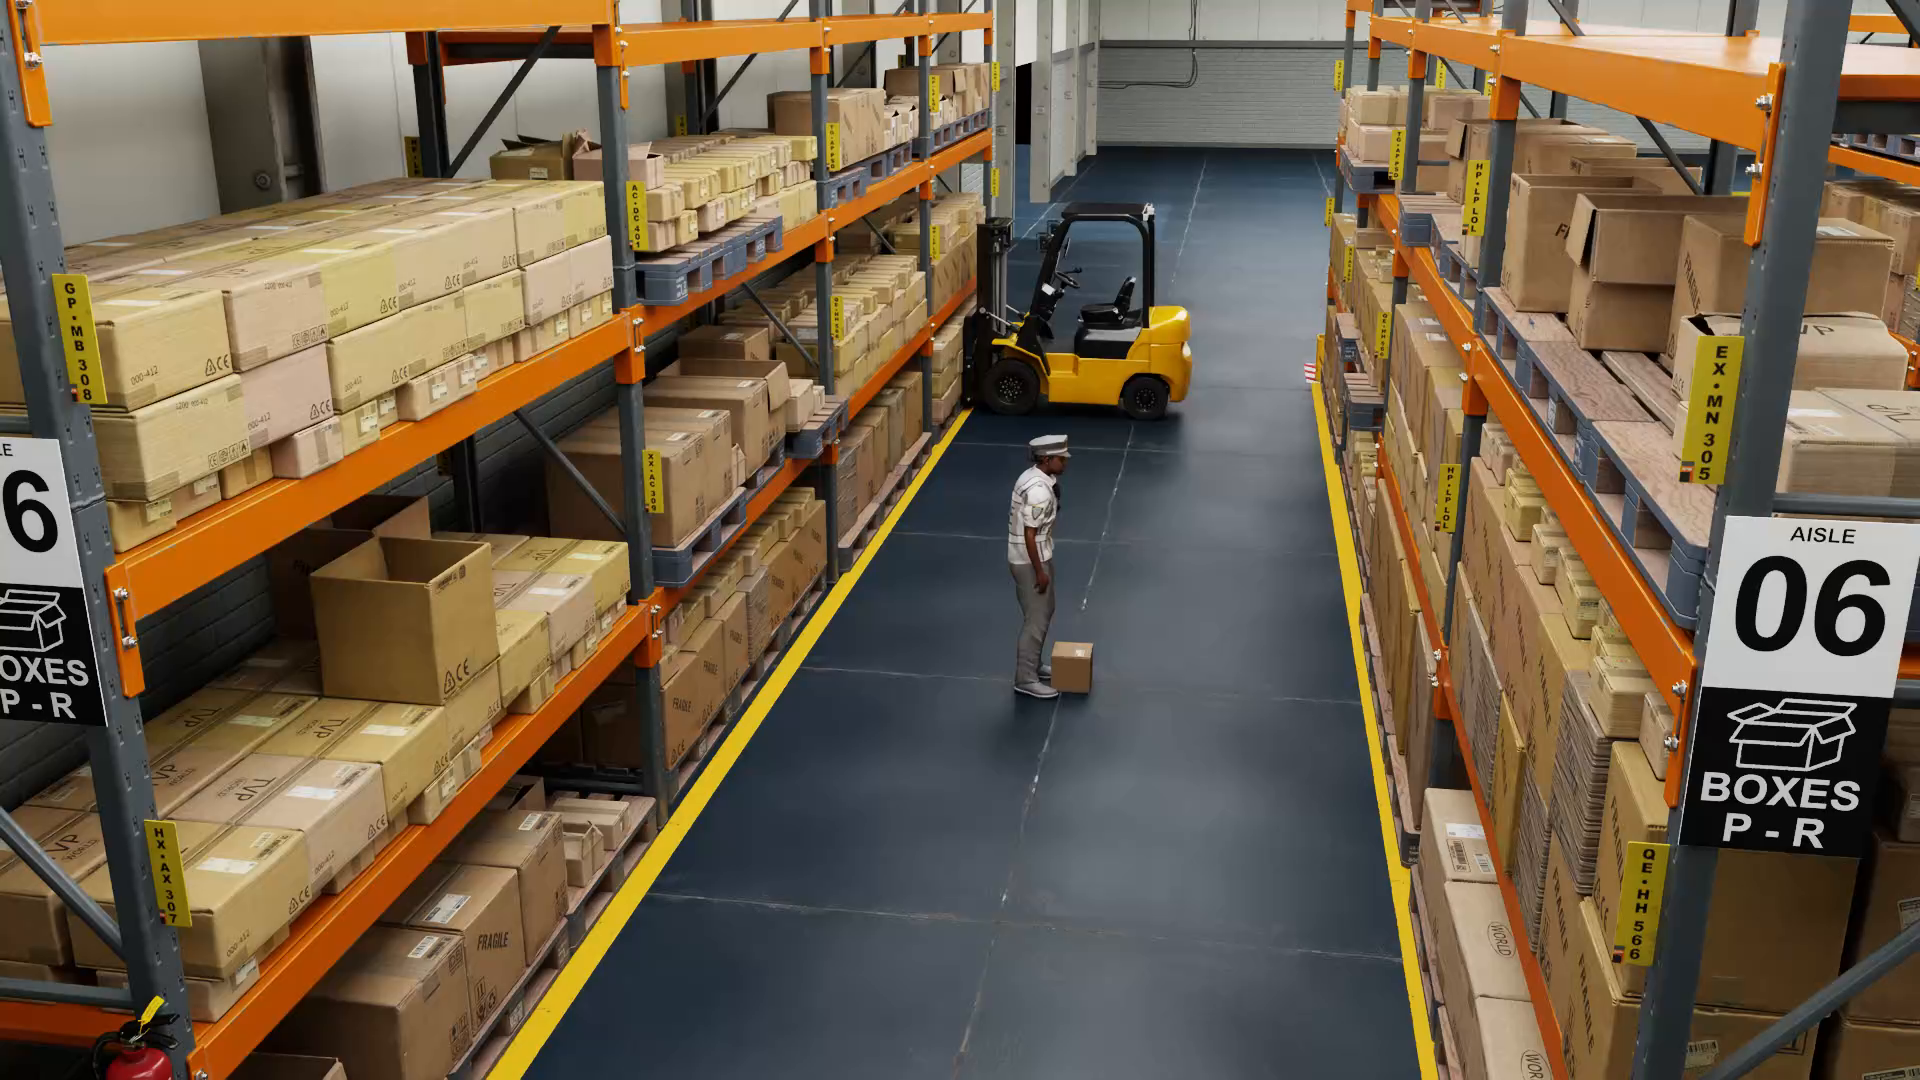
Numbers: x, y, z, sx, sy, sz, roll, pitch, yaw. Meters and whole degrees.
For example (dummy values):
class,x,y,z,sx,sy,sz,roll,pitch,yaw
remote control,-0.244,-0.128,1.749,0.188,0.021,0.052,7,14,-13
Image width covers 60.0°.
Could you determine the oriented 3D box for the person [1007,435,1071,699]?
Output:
class,x,y,z,sx,sy,sz,roll,pitch,yaw
person,0.496,0.144,10.606,0.391,1.663,0.530,2,18,7
